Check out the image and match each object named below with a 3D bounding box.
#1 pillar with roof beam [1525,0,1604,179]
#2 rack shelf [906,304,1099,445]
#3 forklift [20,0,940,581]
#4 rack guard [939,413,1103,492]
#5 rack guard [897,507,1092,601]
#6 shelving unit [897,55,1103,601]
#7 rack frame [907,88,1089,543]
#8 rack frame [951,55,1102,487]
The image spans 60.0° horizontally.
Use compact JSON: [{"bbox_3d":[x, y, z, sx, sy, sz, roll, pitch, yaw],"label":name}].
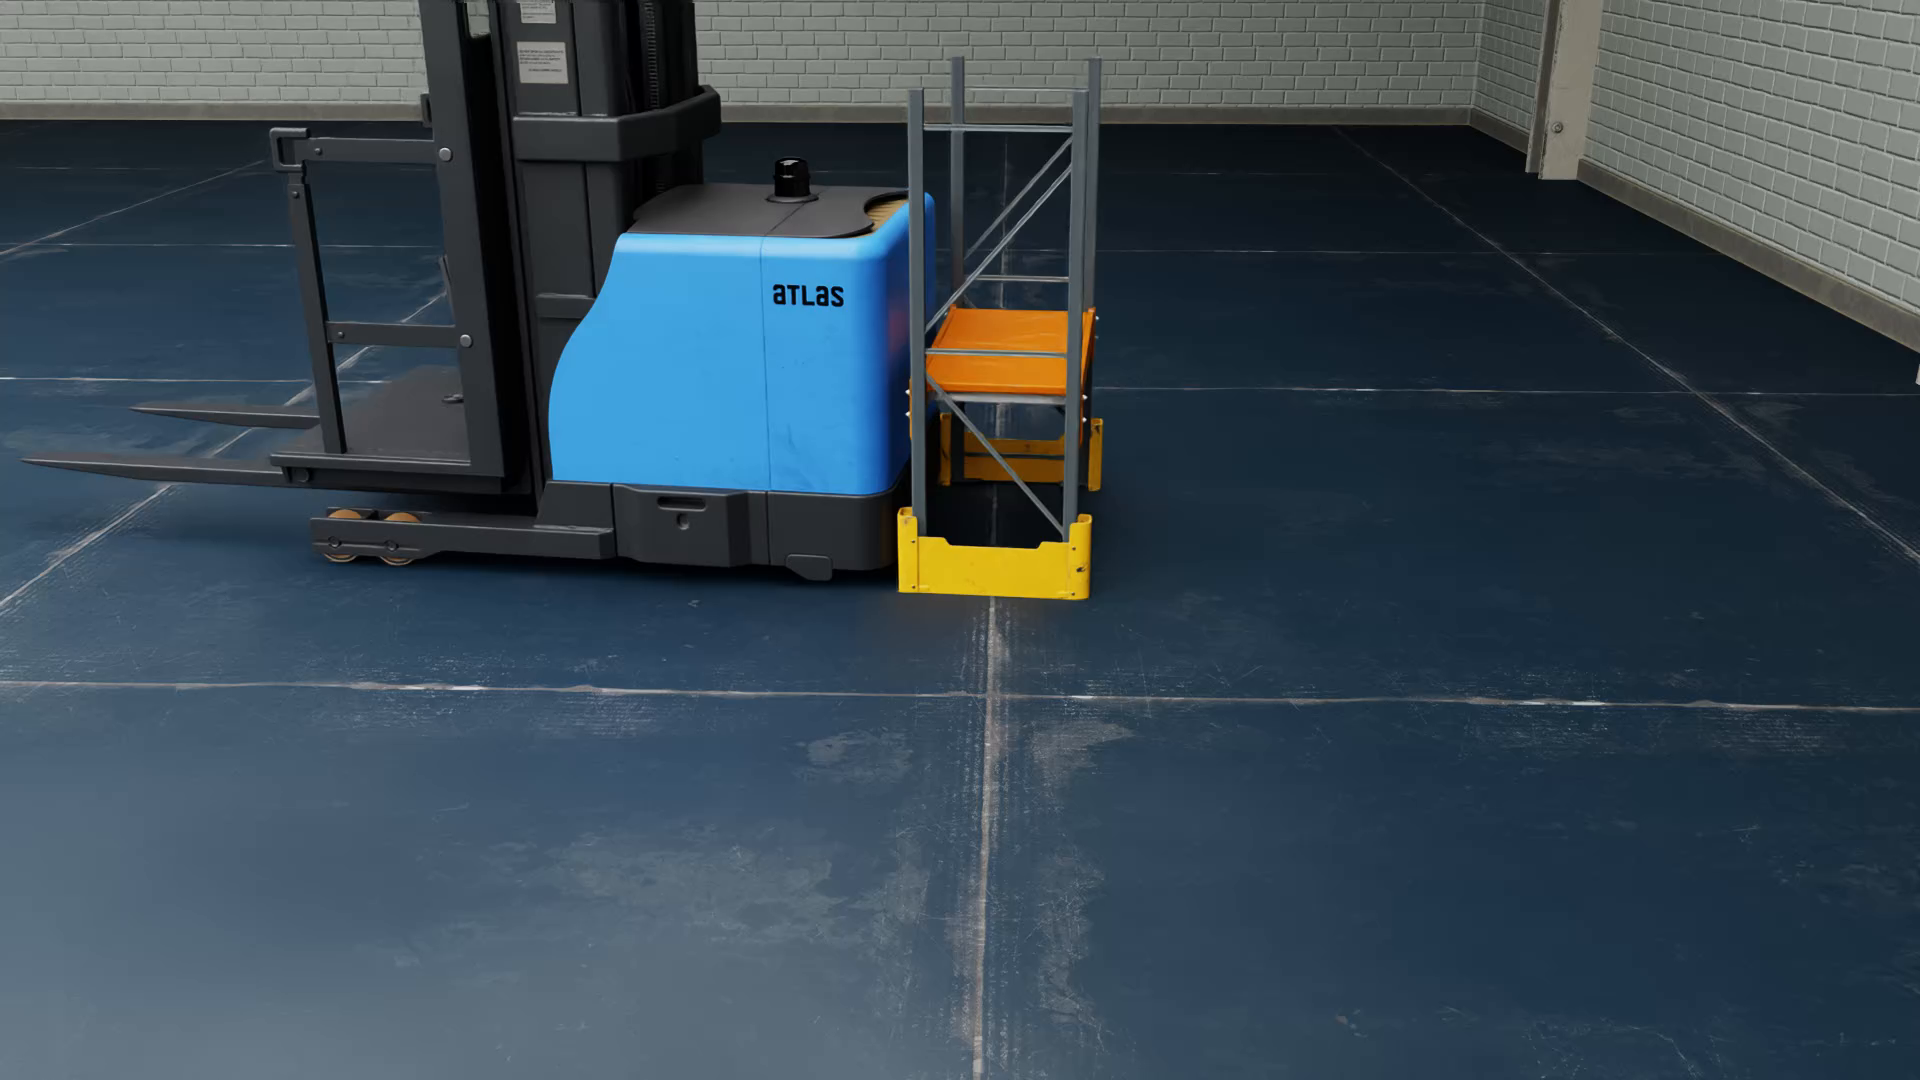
[{"bbox_3d":[0.231,-7.033,11.216,9.100,9.000,0.400,1,21,2],"label":"pillar with roof beam"},{"bbox_3d":[0.162,-0.556,5.385,0.538,0.185,1.000,2,21,6],"label":"rack shelf"},{"bbox_3d":[-1.631,-1.469,5.262,3.031,2.935,1.130,3,21,8],"label":"forklift"},{"bbox_3d":[0.217,-0.317,5.999,0.587,0.250,0.087,2,21,6],"label":"rack guard"},{"bbox_3d":[0.105,0.041,5.077,0.587,0.250,0.087,2,21,6],"label":"rack guard"},{"bbox_3d":[0.161,-0.720,5.312,0.587,1.500,1.083,2,21,6],"label":"shelving unit"},{"bbox_3d":[0.104,-0.541,4.849,0.500,1.500,0.032,2,21,6],"label":"rack frame"},{"bbox_3d":[0.219,-0.906,5.791,0.500,1.500,0.032,2,21,6],"label":"rack frame"}]
